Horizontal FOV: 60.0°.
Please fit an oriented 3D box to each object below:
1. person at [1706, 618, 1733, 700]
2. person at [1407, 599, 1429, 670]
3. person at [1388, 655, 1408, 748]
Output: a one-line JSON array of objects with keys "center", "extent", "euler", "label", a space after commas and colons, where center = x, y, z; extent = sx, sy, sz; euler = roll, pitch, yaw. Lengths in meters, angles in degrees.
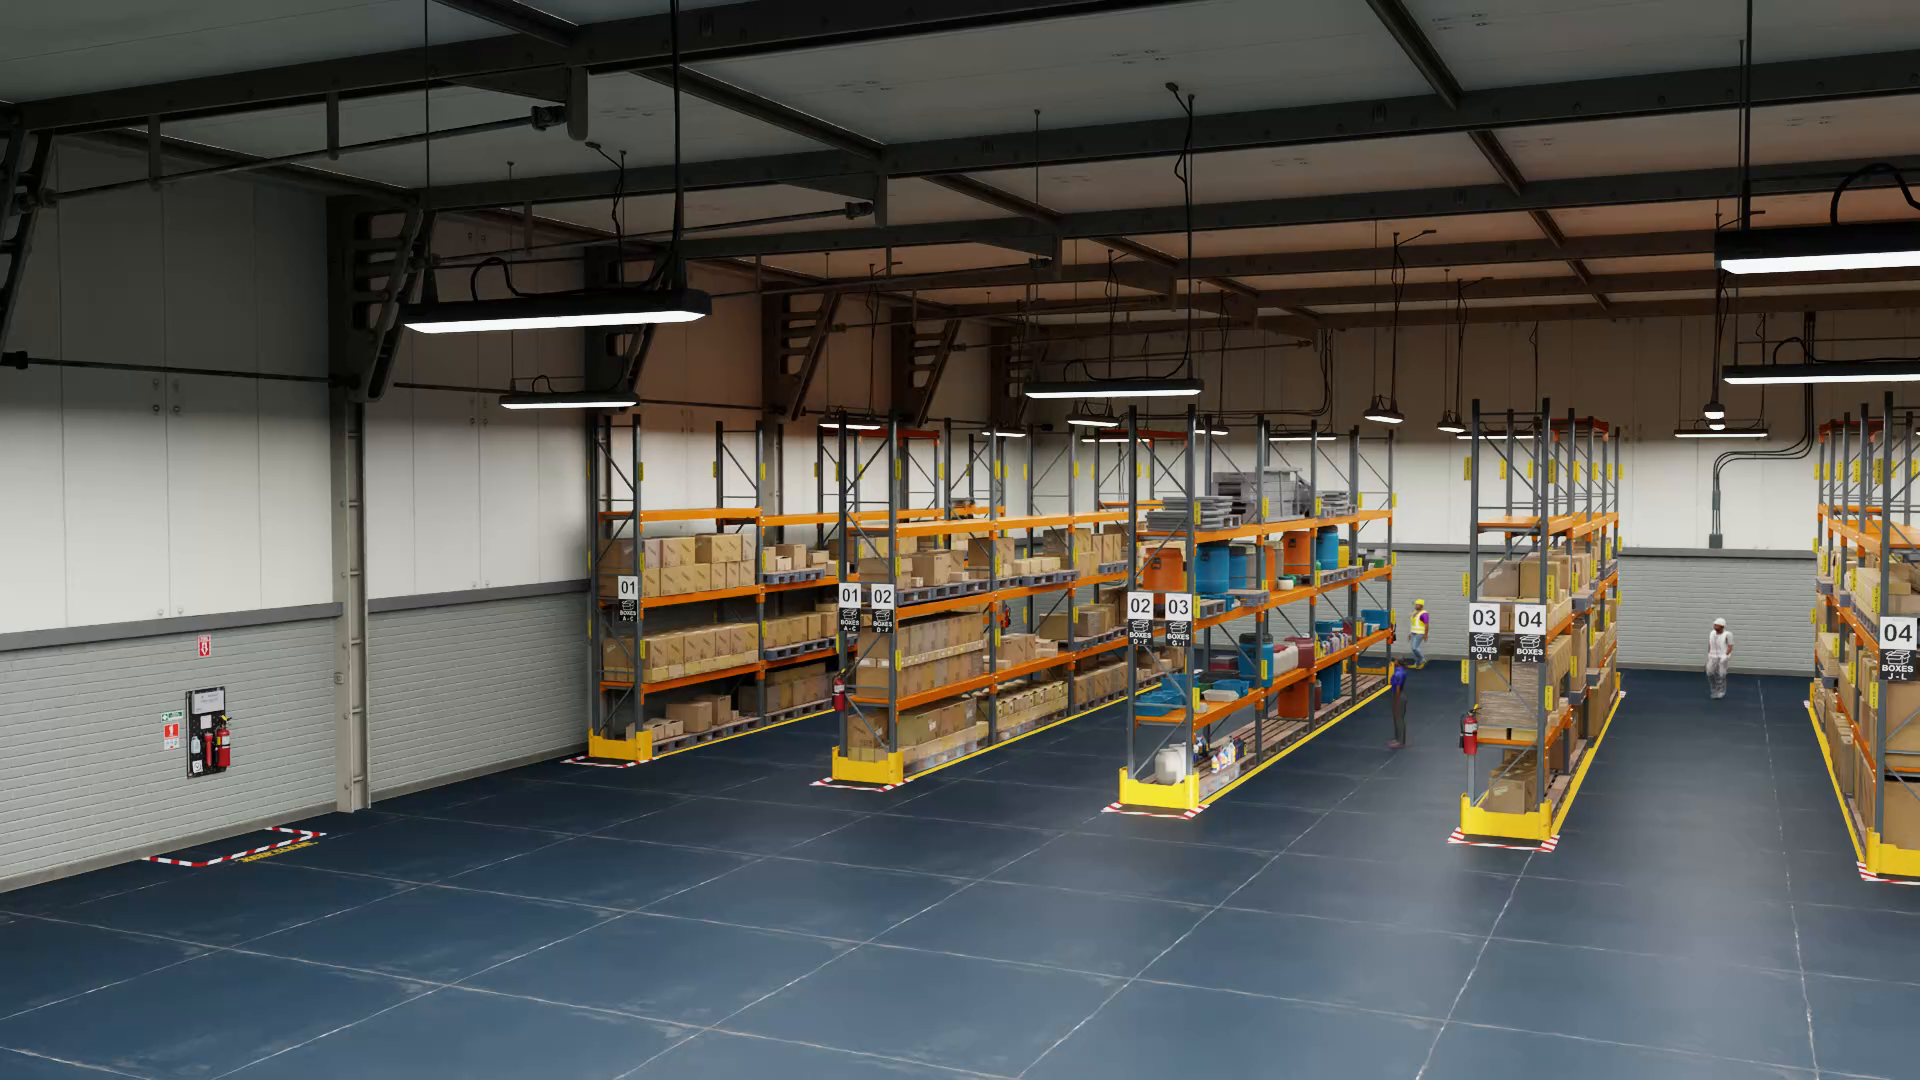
[{"center": [16.692, 2.618, 36.535], "extent": [0.526, 1.792, 0.677], "euler": [2, 3, 34], "label": "person"}, {"center": [11.546, 2.390, 42.069], "extent": [0.439, 1.786, 0.600], "euler": [-1, 2, -19], "label": "person"}, {"center": [7.968, 2.924, 30.267], "extent": [0.342, 1.664, 0.484], "euler": [0, 2, 9], "label": "person"}]
